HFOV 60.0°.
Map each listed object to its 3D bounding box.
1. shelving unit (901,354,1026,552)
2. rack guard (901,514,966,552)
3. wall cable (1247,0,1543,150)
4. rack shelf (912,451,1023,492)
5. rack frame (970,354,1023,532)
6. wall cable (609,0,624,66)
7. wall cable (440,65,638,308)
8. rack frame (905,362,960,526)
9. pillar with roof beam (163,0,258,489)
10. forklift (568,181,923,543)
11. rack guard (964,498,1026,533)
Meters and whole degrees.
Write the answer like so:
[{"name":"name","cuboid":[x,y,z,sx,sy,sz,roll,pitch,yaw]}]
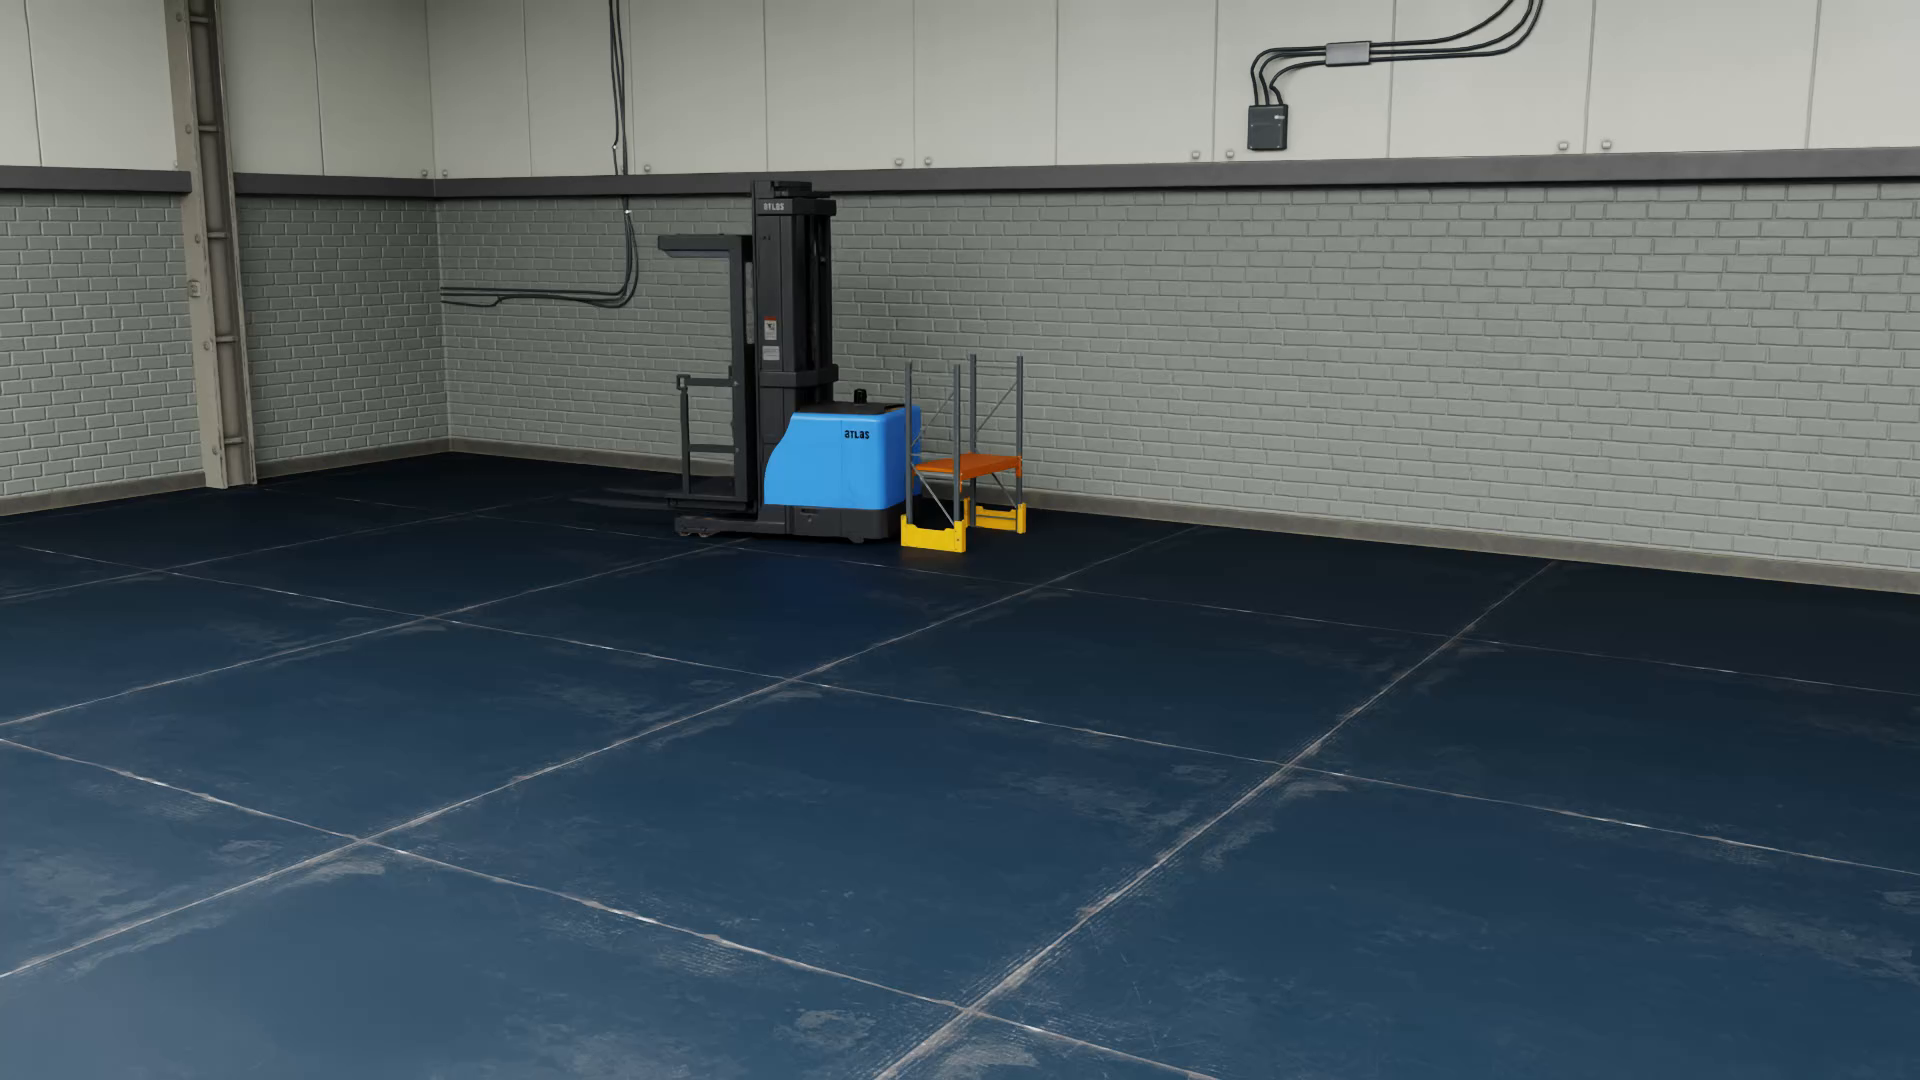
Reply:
[{"name":"shelving unit","cuboid":[0.040,-0.749,13.795,0.587,1.500,1.083,6,12,31]},{"name":"rack guard","cuboid":[-0.219,-0.057,13.491,0.587,0.250,0.087,6,12,31]},{"name":"wall cable","cuboid":[3.380,-6.080,12.651,2.305,6.003,0.169,6,12,31]},{"name":"rack shelf","cuboid":[0.044,-0.574,13.835,0.538,0.185,1.000,6,12,31]},{"name":"rack frame","cuboid":[0.308,-0.831,14.229,0.500,1.500,0.032,6,12,31]},{"name":"wall cable","cuboid":[-2.413,-6.016,16.262,3.097,2.526,0.112,6,12,31]},{"name":"wall cable","cuboid":[-4.726,-3.792,18.107,3.097,2.526,0.112,6,12,31]},{"name":"rack frame","cuboid":[-0.220,-0.671,13.375,0.500,1.500,0.032,6,12,31]},{"name":"pillar with roof beam","cuboid":[-3.706,-4.570,13.825,9.100,9.000,0.400,6,12,31]},{"name":"forklift","cuboid":[-1.895,-1.549,14.180,3.031,2.935,1.130,3,11,18]},{"name":"rack guard","cuboid":[0.298,-0.213,14.328,0.587,0.250,0.087,6,12,31]}]
